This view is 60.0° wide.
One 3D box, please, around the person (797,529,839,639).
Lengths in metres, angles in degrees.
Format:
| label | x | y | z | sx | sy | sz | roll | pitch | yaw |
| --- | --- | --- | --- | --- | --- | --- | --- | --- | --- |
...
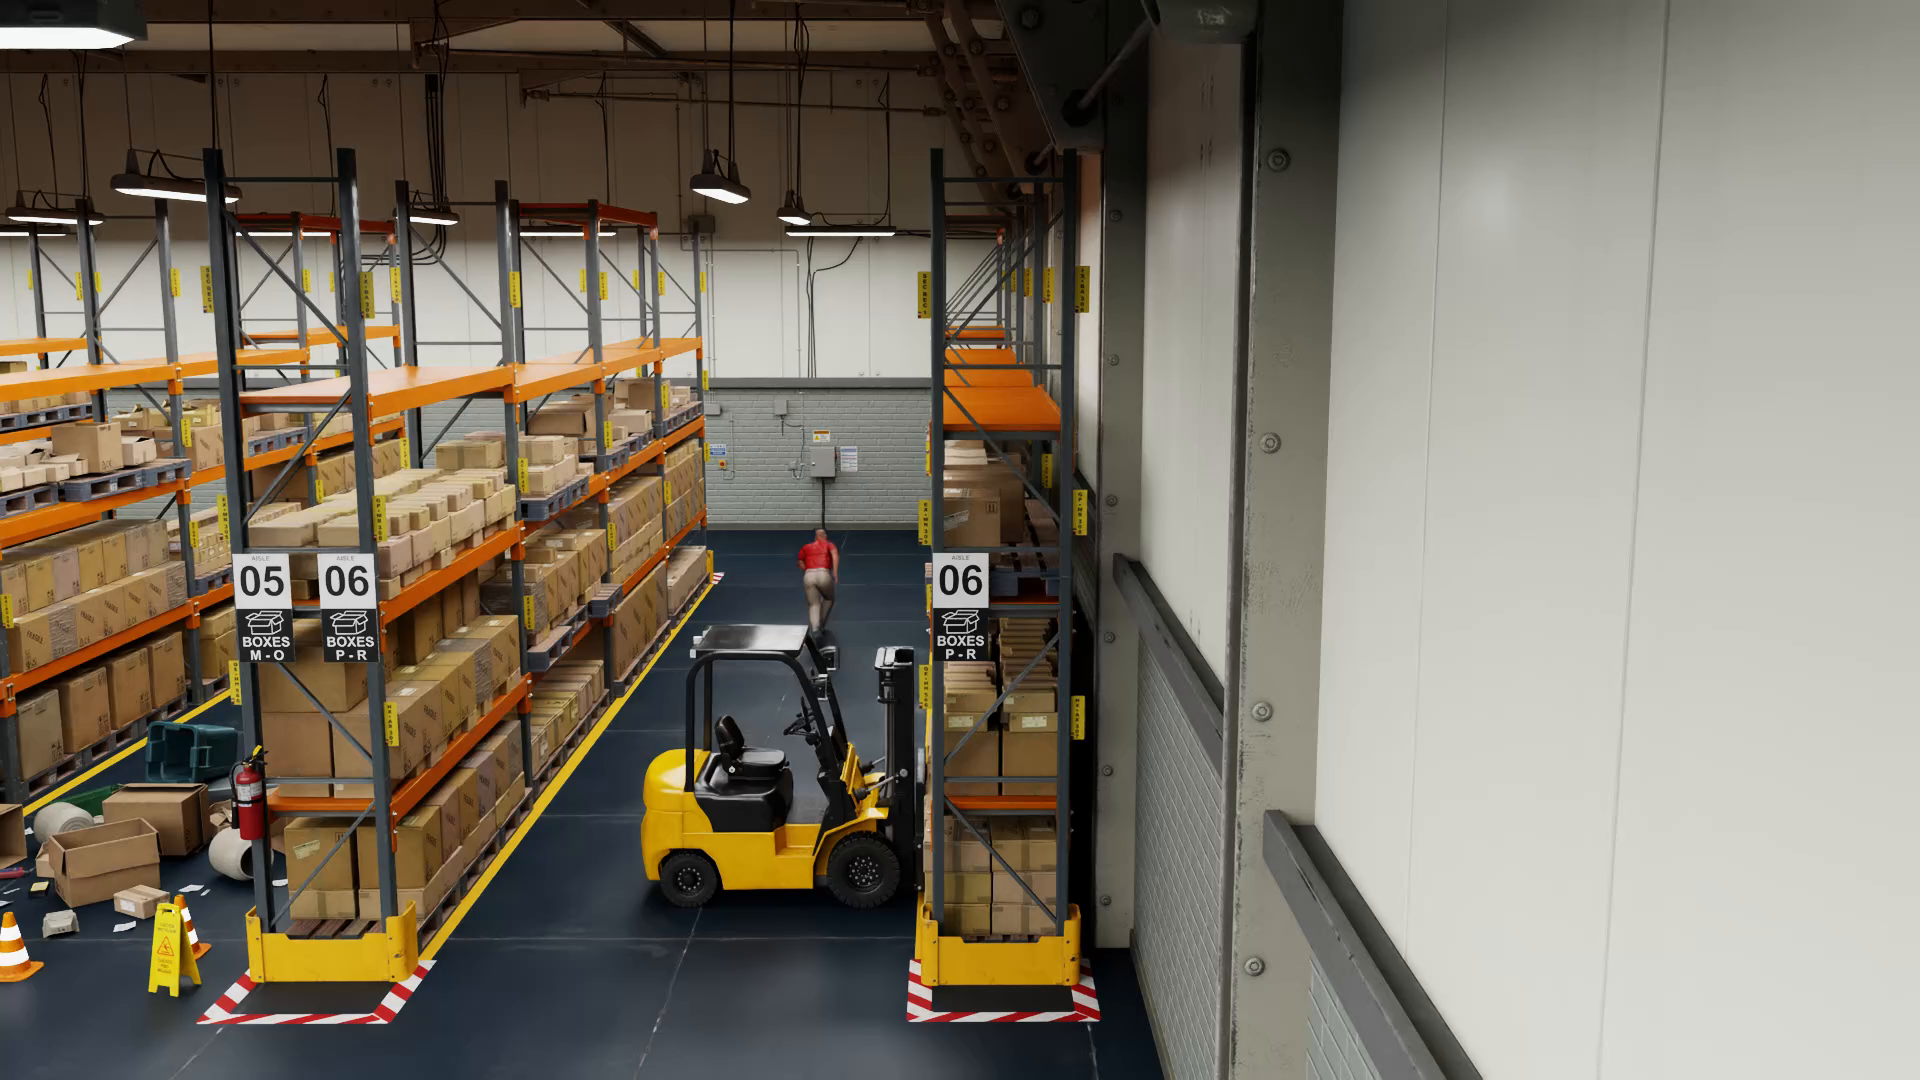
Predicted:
| label | x | y | z | sx | sy | sz | roll | pitch | yaw |
| --- | --- | --- | --- | --- | --- | --- | --- | --- | --- |
| person | -2.054 | 0.662 | 23.731 | 0.645 | 1.519 | 1.149 | 1 | 9 | 5 |
